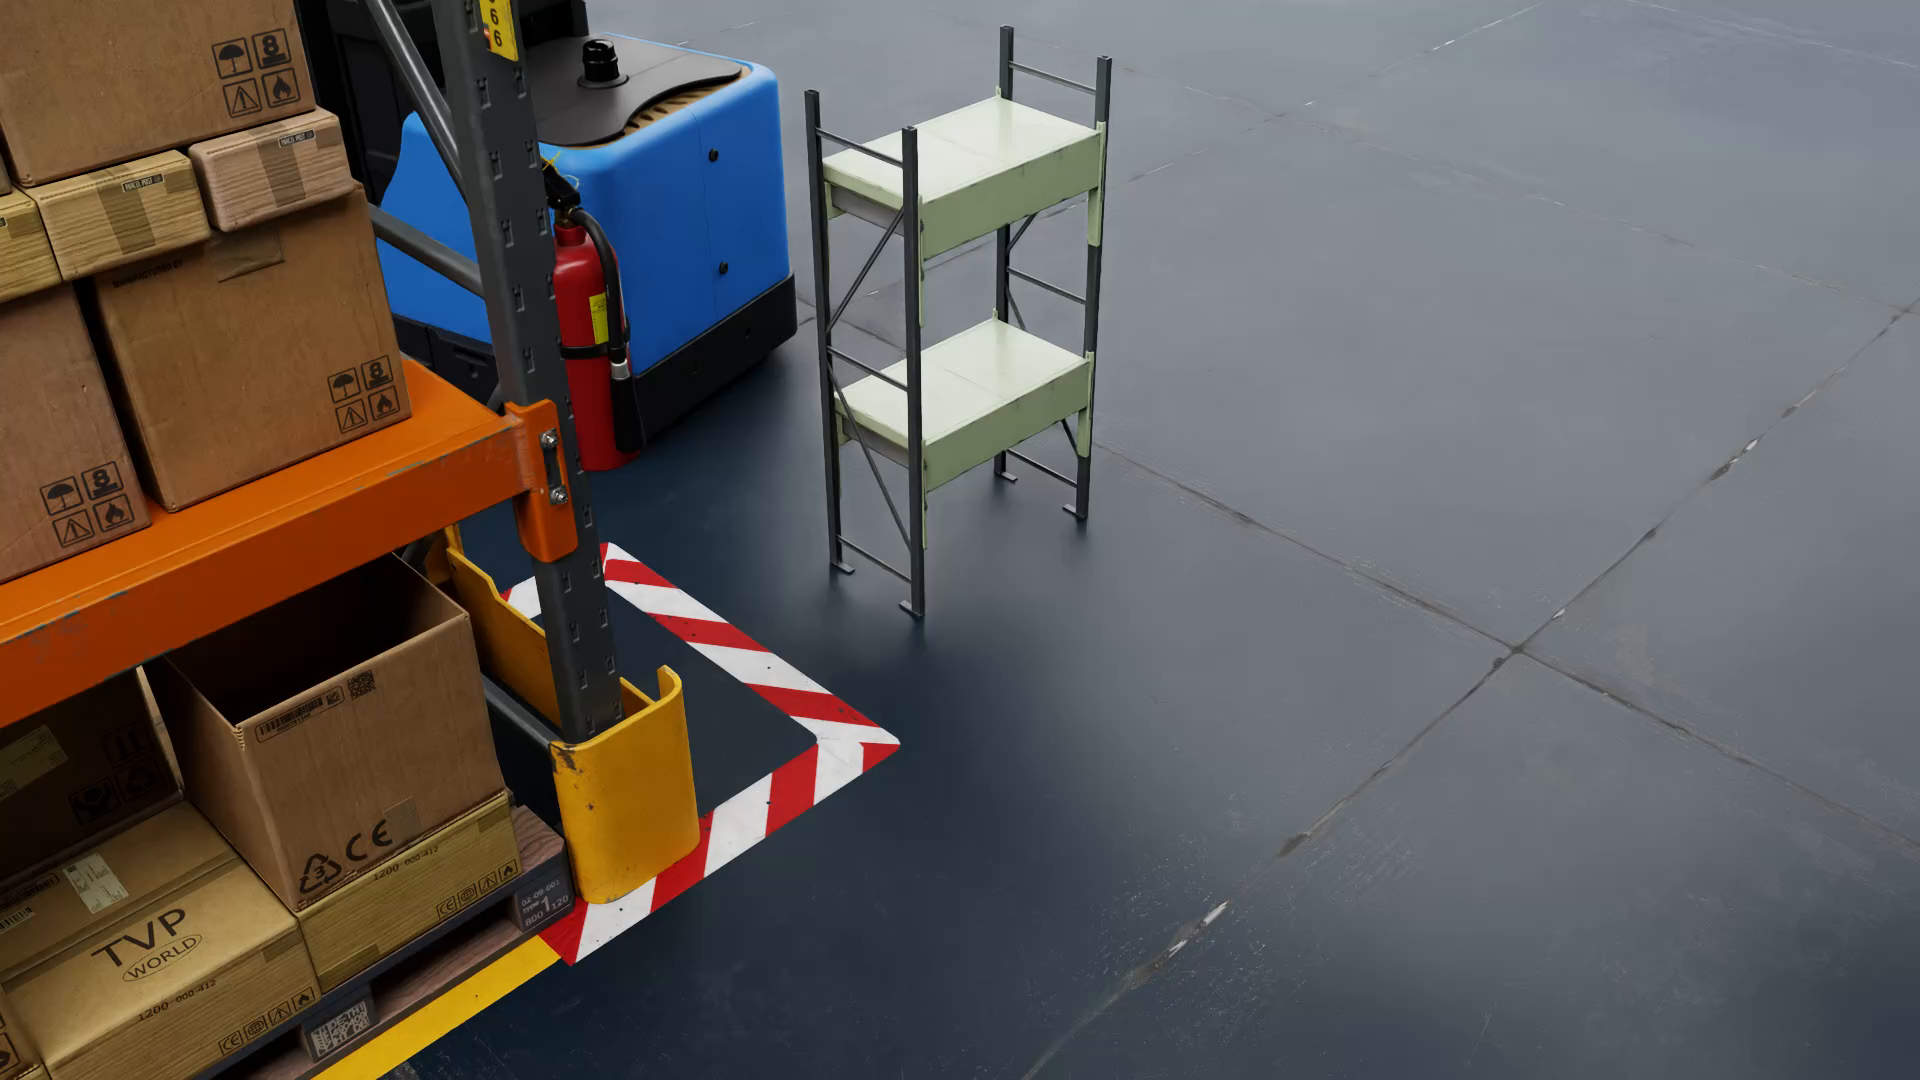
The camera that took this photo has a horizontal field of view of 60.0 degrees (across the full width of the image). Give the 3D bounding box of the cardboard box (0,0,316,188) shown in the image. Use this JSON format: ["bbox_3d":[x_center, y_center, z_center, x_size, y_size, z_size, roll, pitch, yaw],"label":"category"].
[{"bbox_3d":[-1.552,-1.002,2.843,0.500,0.500,0.700,-30,45,-35],"label":"cardboard box"}]

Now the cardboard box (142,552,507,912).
[{"bbox_3d":[-1.344,0.351,3.505,0.500,0.500,0.500,30,45,35],"label":"cardboard box"}]

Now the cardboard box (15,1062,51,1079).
[{"bbox_3d":[-2.040,1.069,3.131,0.500,0.250,0.500,30,45,35],"label":"cardboard box"}]

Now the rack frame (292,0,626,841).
[{"bbox_3d":[-1.177,-0.634,3.538,1.000,3.000,0.127,30,45,35],"label":"rack frame"}]

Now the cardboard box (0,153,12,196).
[{"bbox_3d":[-1.919,-0.786,2.533,0.700,0.500,0.500,28,44,34],"label":"cardboard box"}]

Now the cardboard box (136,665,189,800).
[{"bbox_3d":[-1.713,0.449,4.020,0.500,0.250,0.500,30,45,35],"label":"cardboard box"}]

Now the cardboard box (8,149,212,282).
[{"bbox_3d":[-1.494,-0.603,2.838,0.250,0.149,0.380,-29,44,-35],"label":"cardboard box"}]

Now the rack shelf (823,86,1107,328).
[{"bbox_3d":[0.005,-0.938,4.602,0.431,0.370,0.720,30,45,35],"label":"rack shelf"}]

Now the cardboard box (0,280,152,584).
[{"bbox_3d":[-1.882,-0.276,2.936,0.500,0.500,0.700,-29,44,-35],"label":"cardboard box"}]

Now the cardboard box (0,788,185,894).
[{"bbox_3d":[-2.062,0.654,3.727,0.500,0.250,0.500,30,45,35],"label":"cardboard box"}]

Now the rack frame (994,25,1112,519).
[{"bbox_3d":[0.263,-0.766,5.038,0.400,1.500,0.023,30,45,35],"label":"rack frame"}]

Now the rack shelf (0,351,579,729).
[{"bbox_3d":[-2.586,0.473,2.579,1.077,0.370,4.000,30,45,35],"label":"rack shelf"}]

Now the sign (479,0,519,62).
[{"bbox_3d":[-0.802,-0.982,2.817,0.100,0.325,0.005,30,45,35],"label":"sign"}]

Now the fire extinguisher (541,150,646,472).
[{"bbox_3d":[-0.764,-0.463,3.360,0.296,0.674,0.183,30,45,35],"label":"fire extinguisher"}]

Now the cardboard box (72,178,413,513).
[{"bbox_3d":[-1.515,-0.491,3.245,0.700,0.500,0.500,30,45,35],"label":"cardboard box"}]

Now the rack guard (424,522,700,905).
[{"bbox_3d":[-1.160,0.381,4.267,1.175,0.500,0.348,30,45,35],"label":"rack guard"}]

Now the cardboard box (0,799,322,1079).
[{"bbox_3d":[-1.689,0.866,3.423,0.500,0.250,0.500,30,45,35],"label":"cardboard box"}]

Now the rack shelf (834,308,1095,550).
[{"bbox_3d":[0.005,-0.350,5.011,0.431,0.370,0.720,30,45,35],"label":"rack shelf"}]

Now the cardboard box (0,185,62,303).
[{"bbox_3d":[-1.675,-0.499,2.689,0.380,0.149,0.250,29,44,35],"label":"cardboard box"}]

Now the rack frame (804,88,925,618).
[{"bbox_3d":[-0.253,-0.469,4.612,0.400,1.500,0.023,30,45,35],"label":"rack frame"}]

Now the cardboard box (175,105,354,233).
[{"bbox_3d":[-1.311,-0.710,2.991,0.380,0.149,0.250,29,44,35],"label":"cardboard box"}]

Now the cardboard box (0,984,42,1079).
[{"bbox_3d":[-2.038,0.763,2.915,0.500,0.500,0.500,30,45,35],"label":"cardboard box"}]

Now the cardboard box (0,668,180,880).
[{"bbox_3d":[-2.064,0.345,3.514,0.500,0.500,0.500,30,45,35],"label":"cardboard box"}]

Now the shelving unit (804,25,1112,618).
[{"bbox_3d":[0.005,-0.618,4.825,0.431,1.500,0.755,30,45,35],"label":"shelving unit"}]

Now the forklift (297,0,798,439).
[{"bbox_3d":[-2.144,-2.134,5.747,3.031,2.935,1.130,18,39,24],"label":"forklift"}]

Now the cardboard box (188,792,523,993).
[{"bbox_3d":[-1.345,0.658,3.721,0.500,0.250,0.500,30,45,35],"label":"cardboard box"}]

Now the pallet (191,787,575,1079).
[{"bbox_3d":[-1.686,0.837,3.866,1.003,0.211,1.213,30,45,35],"label":"pallet"}]
